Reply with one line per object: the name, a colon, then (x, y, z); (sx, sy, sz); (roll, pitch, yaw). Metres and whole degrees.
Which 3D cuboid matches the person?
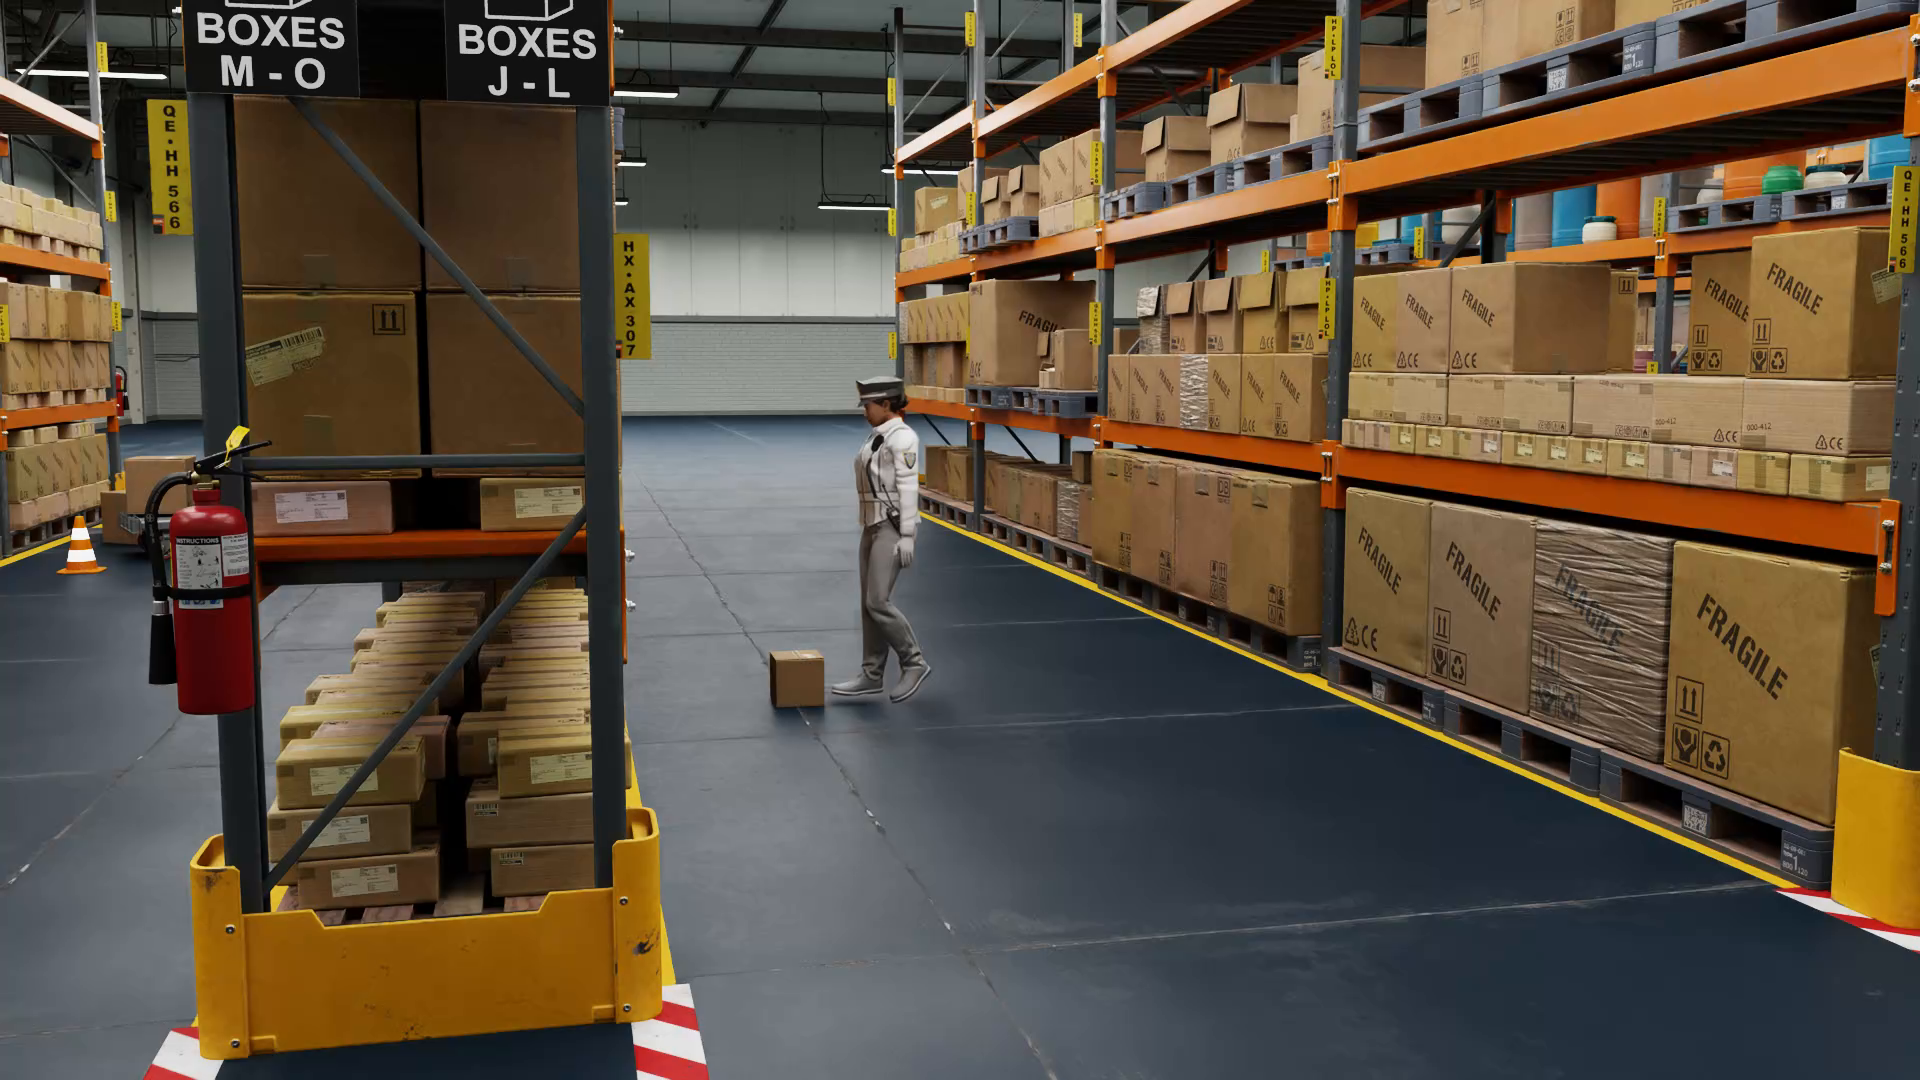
person: (-0.435, -0.014, 8.614); (0.484, 1.667, 0.516); (-3, 7, -23)
